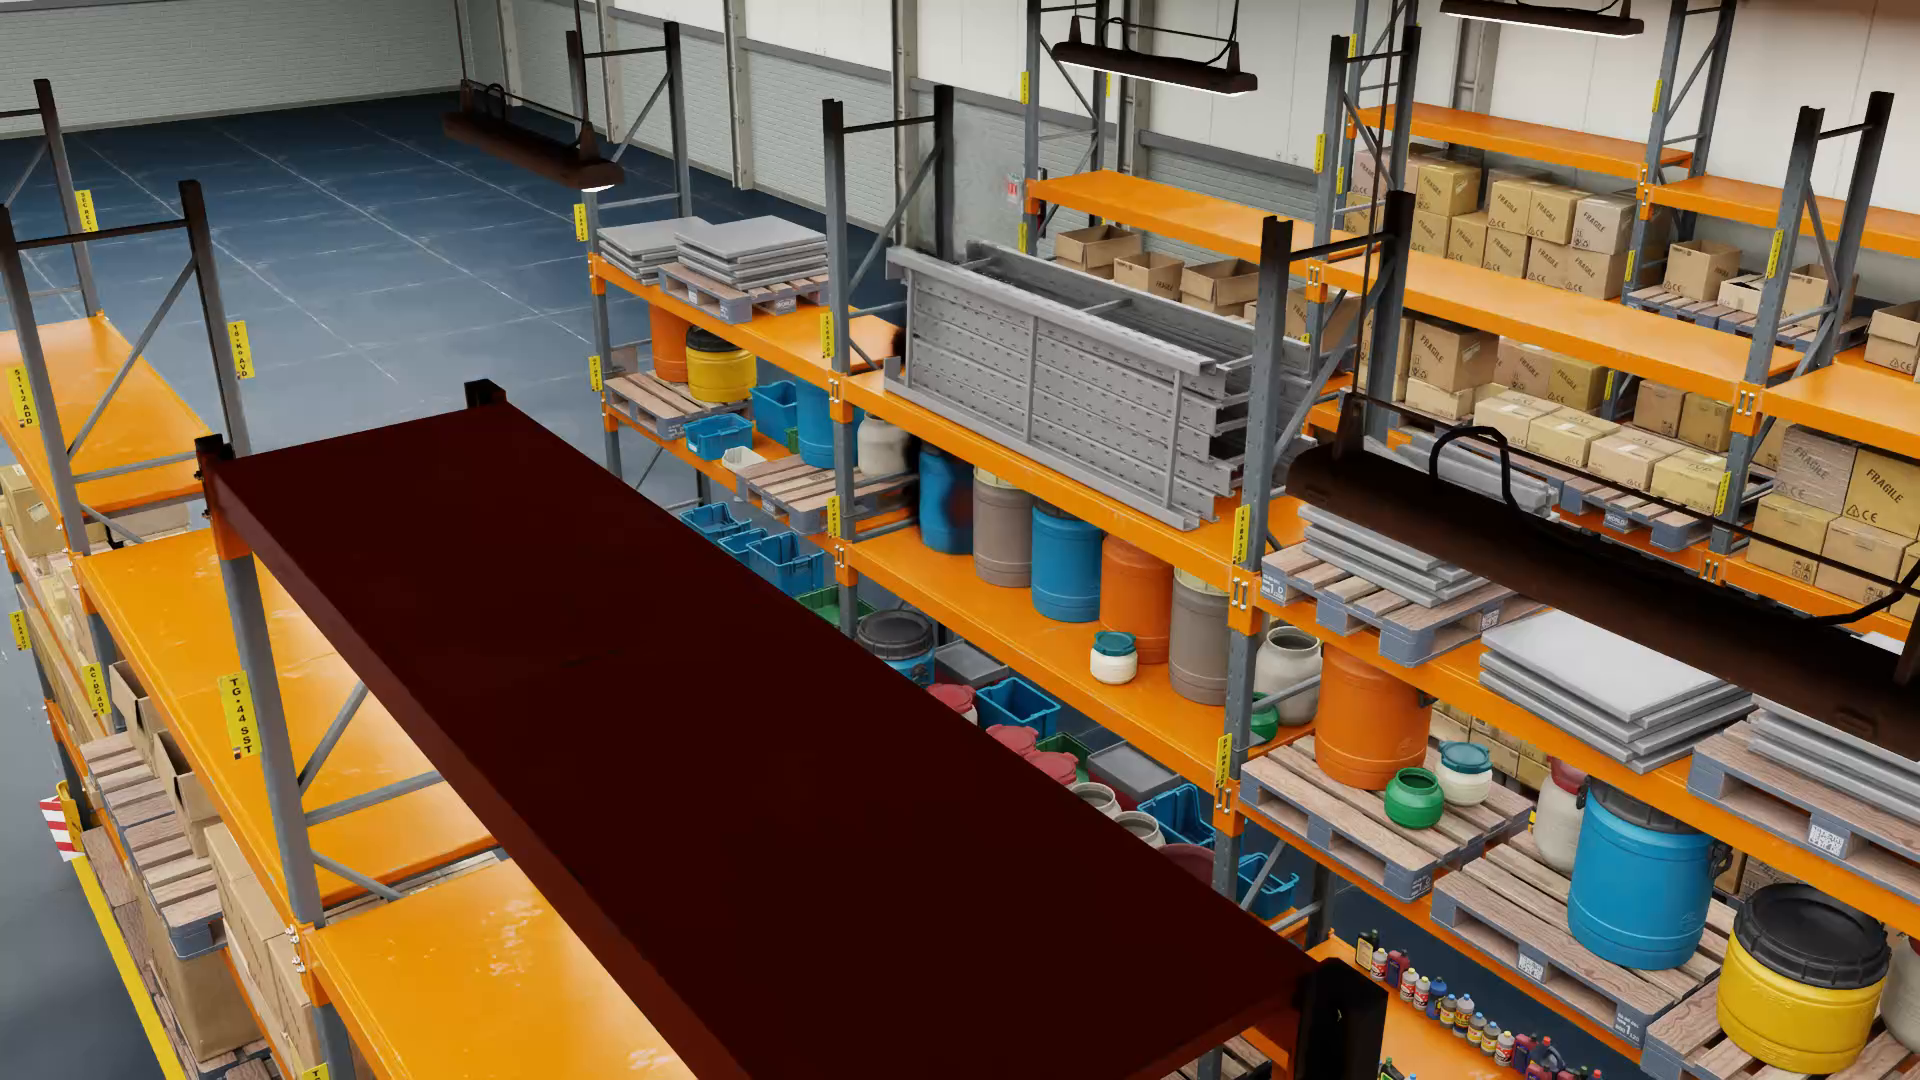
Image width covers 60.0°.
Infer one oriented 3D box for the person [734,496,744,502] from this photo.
[{"bbox_3d":[-2.520,-1.237,19.706,0.491,1.668,0.568,-1,25,-3],"label":"person"}]
